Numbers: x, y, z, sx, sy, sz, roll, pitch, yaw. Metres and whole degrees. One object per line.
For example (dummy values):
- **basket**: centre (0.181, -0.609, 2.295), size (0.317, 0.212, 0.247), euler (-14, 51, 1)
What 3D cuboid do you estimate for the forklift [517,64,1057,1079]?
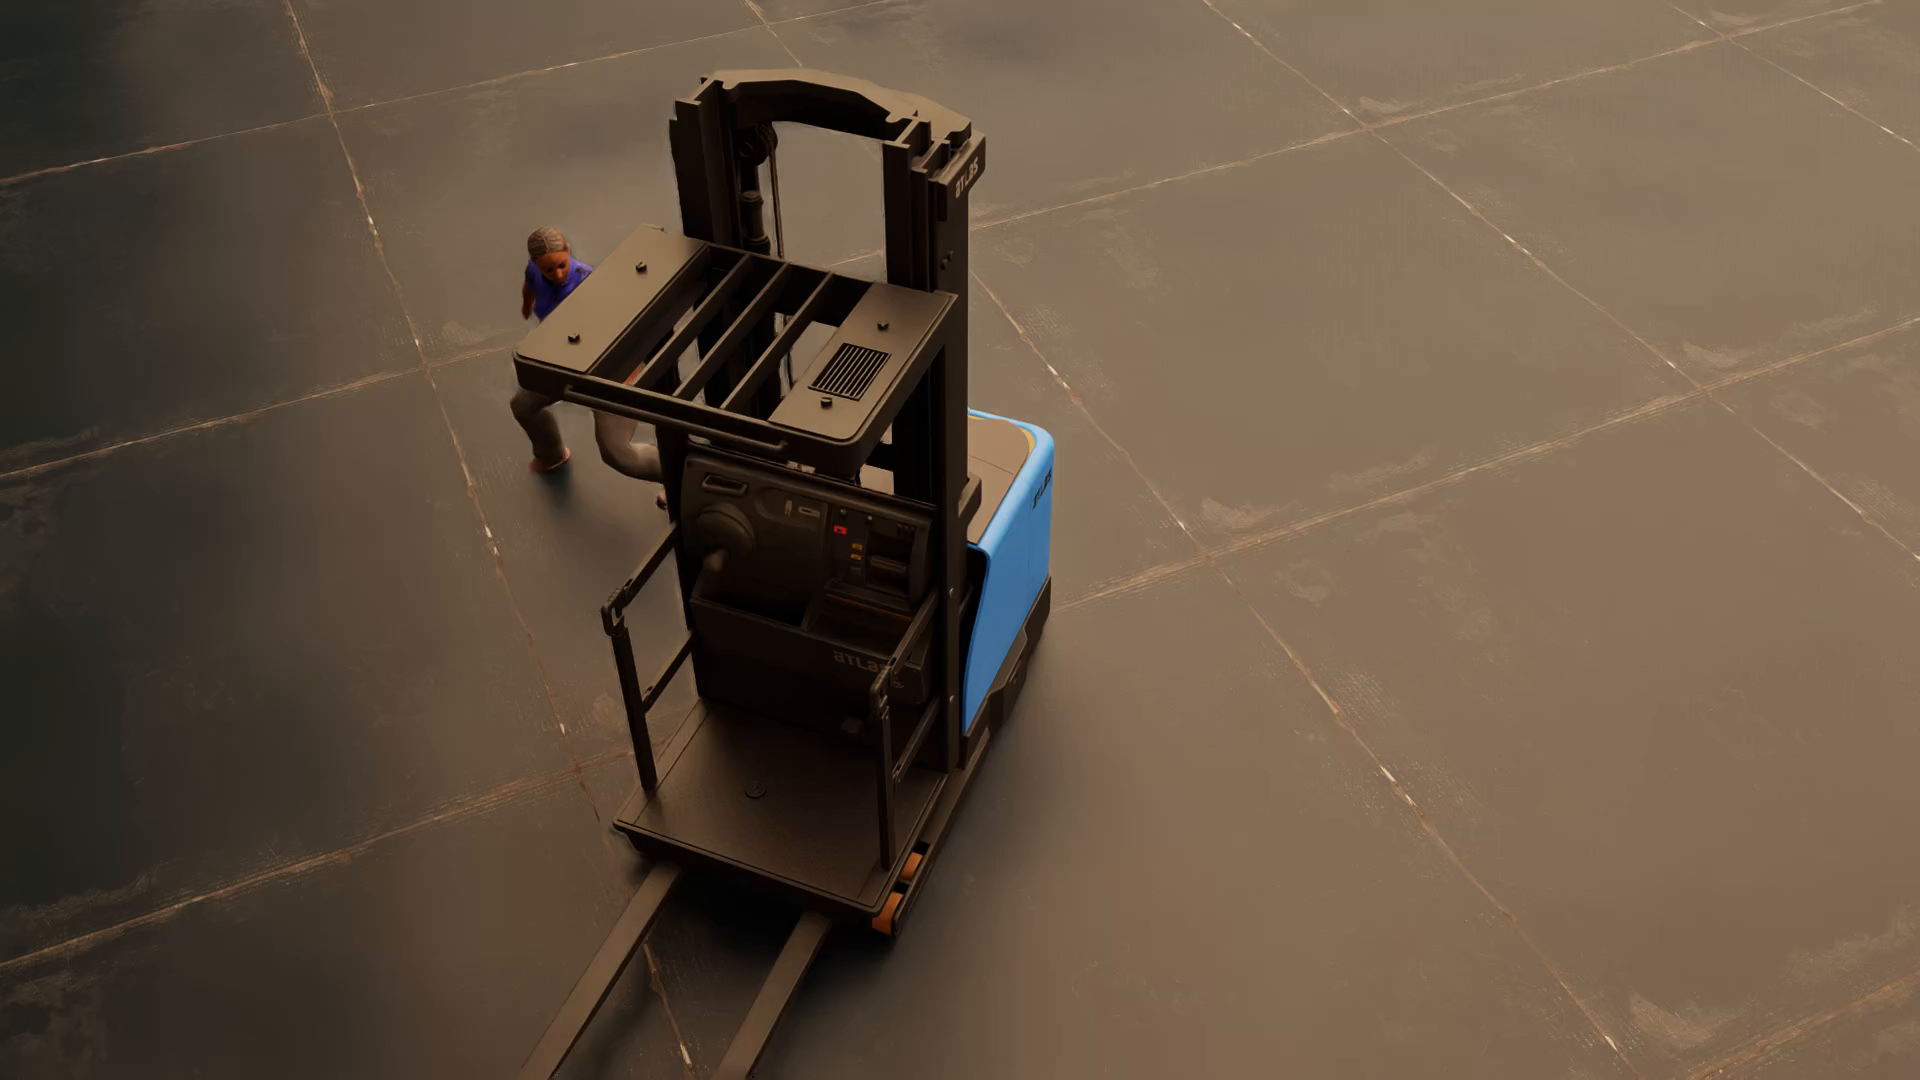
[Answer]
- **forklift**: centre (-0.611, 0.059, 5.617), size (1.130, 2.935, 3.031), euler (15, 45, 16)

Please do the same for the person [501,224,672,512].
- **person**: centre (-1.794, -0.810, 7.643), size (1.082, 1.553, 0.480), euler (31, 51, 29)
